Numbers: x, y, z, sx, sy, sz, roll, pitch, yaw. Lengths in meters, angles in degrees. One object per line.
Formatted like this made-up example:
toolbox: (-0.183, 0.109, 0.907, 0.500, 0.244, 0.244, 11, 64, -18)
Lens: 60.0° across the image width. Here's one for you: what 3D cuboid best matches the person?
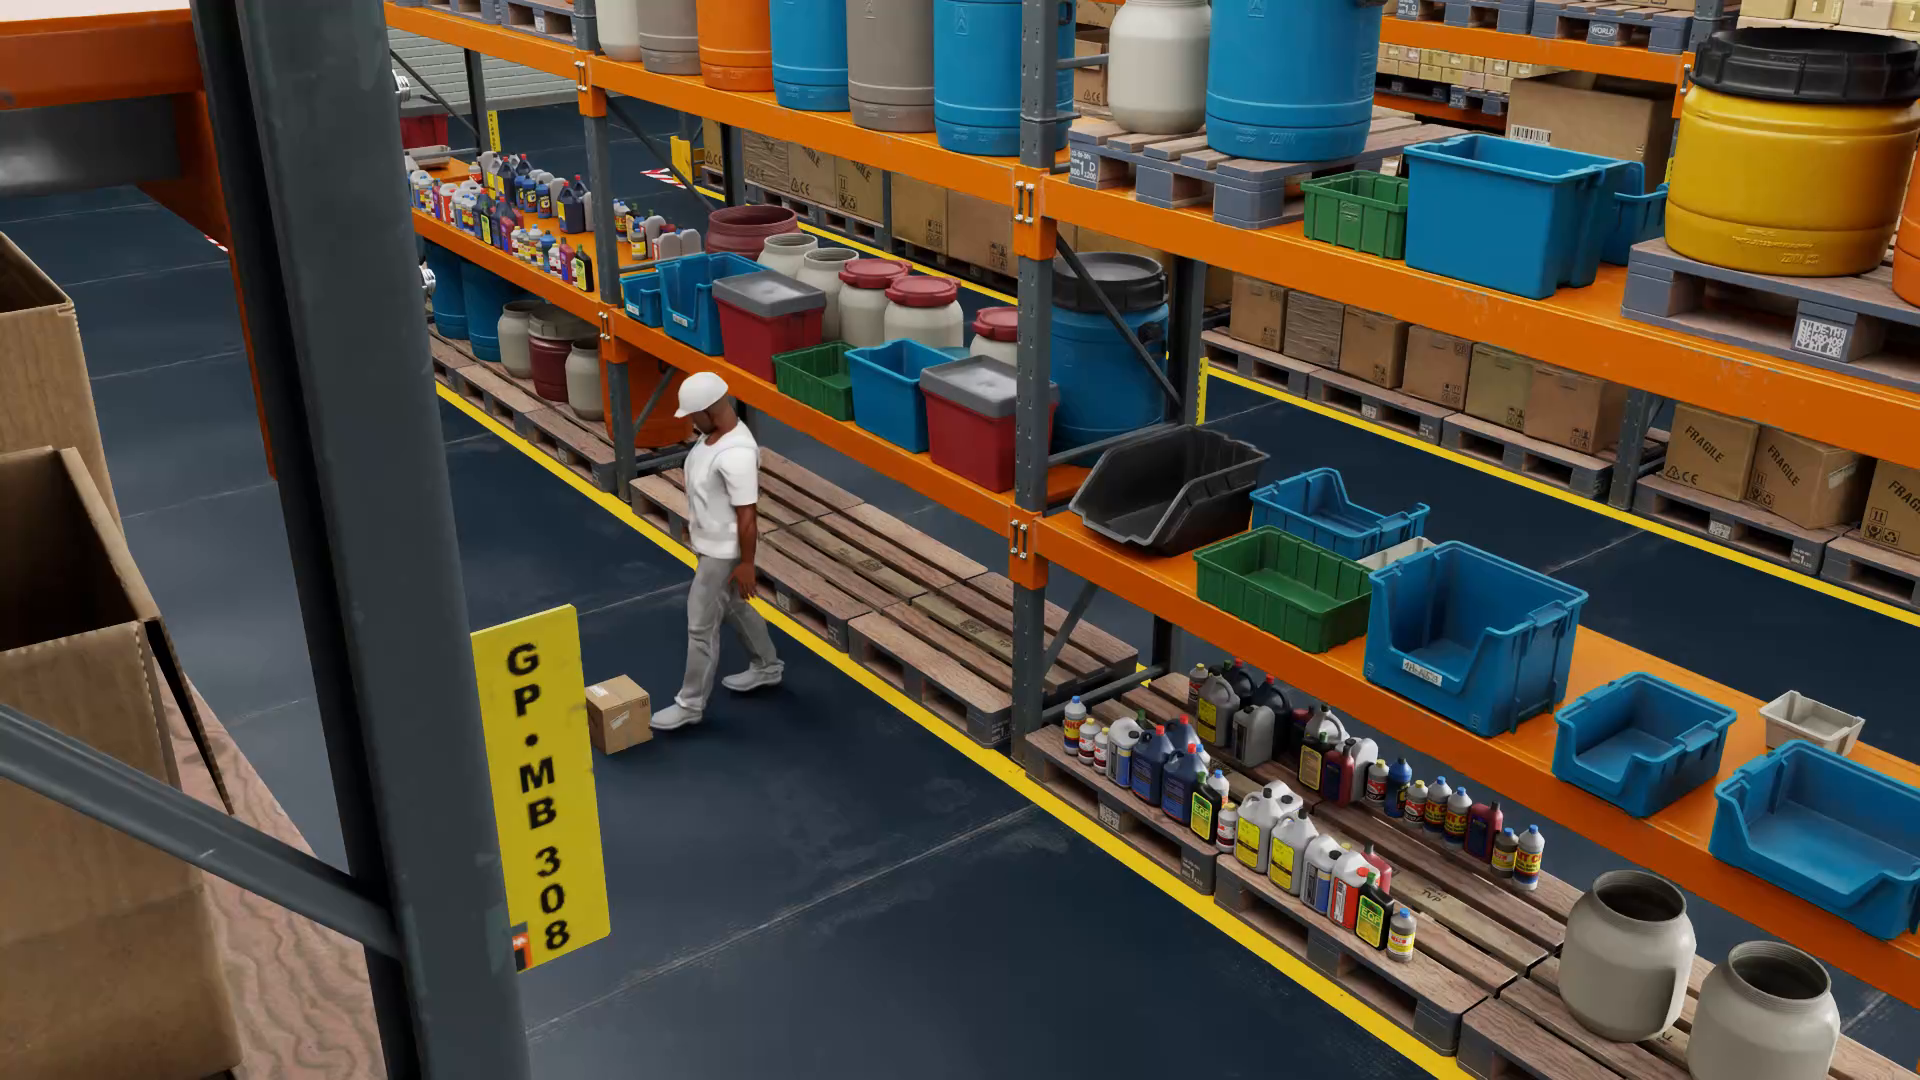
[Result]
person: (-1.232, 0.029, 7.995, 0.761, 1.741, 0.628, -8, 26, -17)
